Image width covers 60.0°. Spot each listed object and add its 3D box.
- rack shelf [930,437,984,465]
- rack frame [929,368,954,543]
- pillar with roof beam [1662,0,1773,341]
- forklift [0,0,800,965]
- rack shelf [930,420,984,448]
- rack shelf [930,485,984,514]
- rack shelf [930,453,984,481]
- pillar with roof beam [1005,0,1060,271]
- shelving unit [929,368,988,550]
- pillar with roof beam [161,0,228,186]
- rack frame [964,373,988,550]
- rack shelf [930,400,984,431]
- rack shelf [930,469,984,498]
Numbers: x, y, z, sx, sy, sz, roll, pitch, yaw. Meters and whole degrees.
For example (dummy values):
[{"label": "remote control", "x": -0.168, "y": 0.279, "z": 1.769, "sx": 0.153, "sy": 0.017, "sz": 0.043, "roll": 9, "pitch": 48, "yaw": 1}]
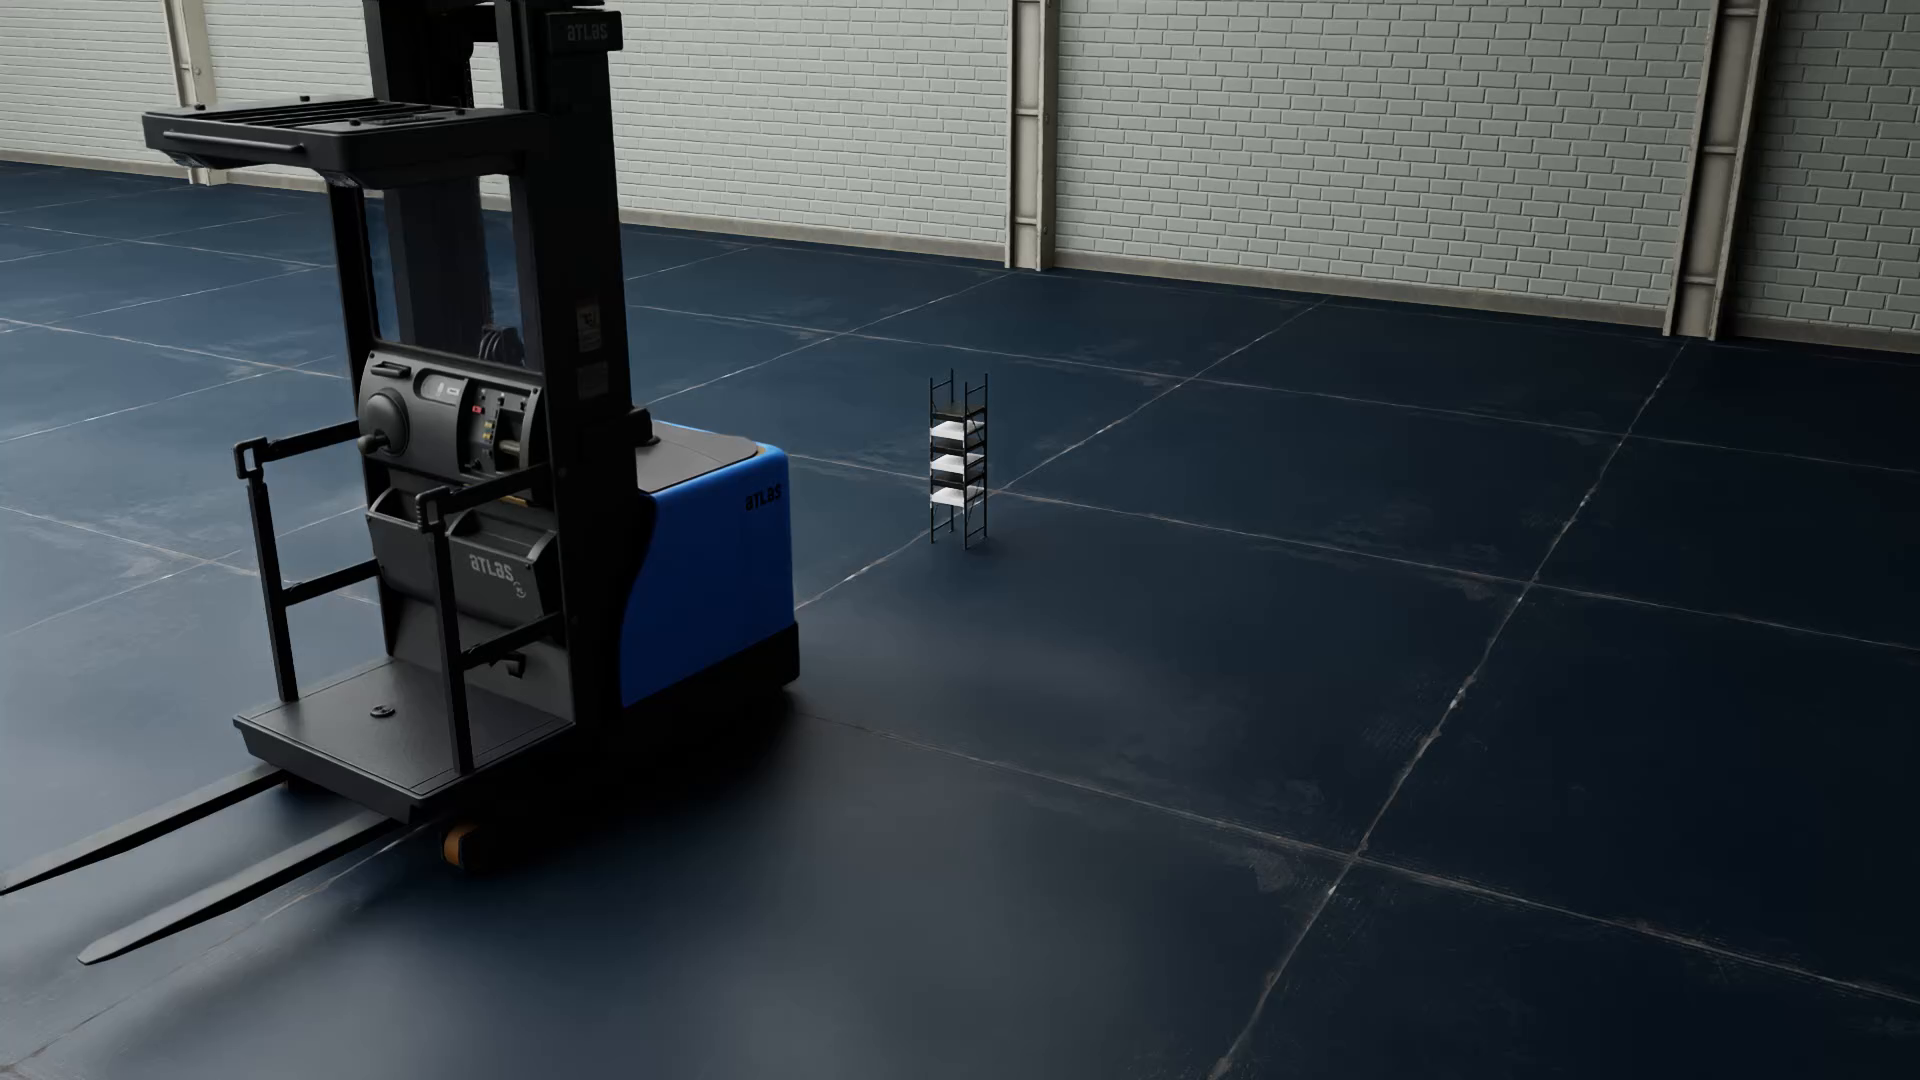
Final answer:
[{"label": "rack shelf", "x": -0.007, "y": -0.478, "z": 8.696, "sx": 0.200, "sy": 0.077, "sz": 0.258, "roll": 11, "pitch": 23, "yaw": 27}, {"label": "rack frame", "x": -0.096, "y": -0.441, "z": 8.762, "sx": 0.006, "sy": 0.900, "sz": 0.240, "roll": 11, "pitch": 23, "yaw": 27}, {"label": "pillar with roof beam", "x": 3.819, "y": -4.615, "z": 8.391, "sx": 0.400, "sy": 9.000, "sz": 9.100, "roll": 11, "pitch": 23, "yaw": 27}, {"label": "forklift", "x": -1.938, "y": -0.426, "z": 5.742, "sx": 1.130, "sy": 2.935, "sz": 3.031, "roll": 13, "pitch": 24, "yaw": 33}, {"label": "rack shelf", "x": -0.007, "y": -0.562, "z": 8.665, "sx": 0.200, "sy": 0.077, "sz": 0.258, "roll": 11, "pitch": 23, "yaw": 27}, {"label": "rack shelf", "x": -0.007, "y": -0.224, "z": 8.788, "sx": 0.200, "sy": 0.077, "sz": 0.258, "roll": 11, "pitch": 23, "yaw": 27}, {"label": "rack shelf", "x": -0.007, "y": -0.393, "z": 8.727, "sx": 0.200, "sy": 0.077, "sz": 0.258, "roll": 11, "pitch": 23, "yaw": 27}, {"label": "pillar with roof beam", "x": -1.419, "y": -5.613, "z": 11.141, "sx": 0.400, "sy": 9.000, "sz": 9.100, "roll": 11, "pitch": 23, "yaw": 27}, {"label": "shelving unit", "x": -0.007, "y": -0.424, "z": 8.715, "sx": 0.210, "sy": 0.900, "sz": 0.258, "roll": 11, "pitch": 23, "yaw": 27}, {"label": "pillar with roof beam", "x": -11.896, "y": -7.608, "z": 16.643, "sx": 0.400, "sy": 9.000, "sz": 9.100, "roll": 11, "pitch": 23, "yaw": 27}, {"label": "rack frame", "x": 0.082, "y": -0.407, "z": 8.669, "sx": 0.006, "sy": 0.900, "sz": 0.240, "roll": 11, "pitch": 23, "yaw": 27}, {"label": "rack shelf", "x": -0.007, "y": -0.647, "z": 8.635, "sx": 0.200, "sy": 0.077, "sz": 0.258, "roll": 11, "pitch": 23, "yaw": 27}, {"label": "rack shelf", "x": -0.007, "y": -0.308, "z": 8.757, "sx": 0.200, "sy": 0.077, "sz": 0.258, "roll": 11, "pitch": 23, "yaw": 27}]
